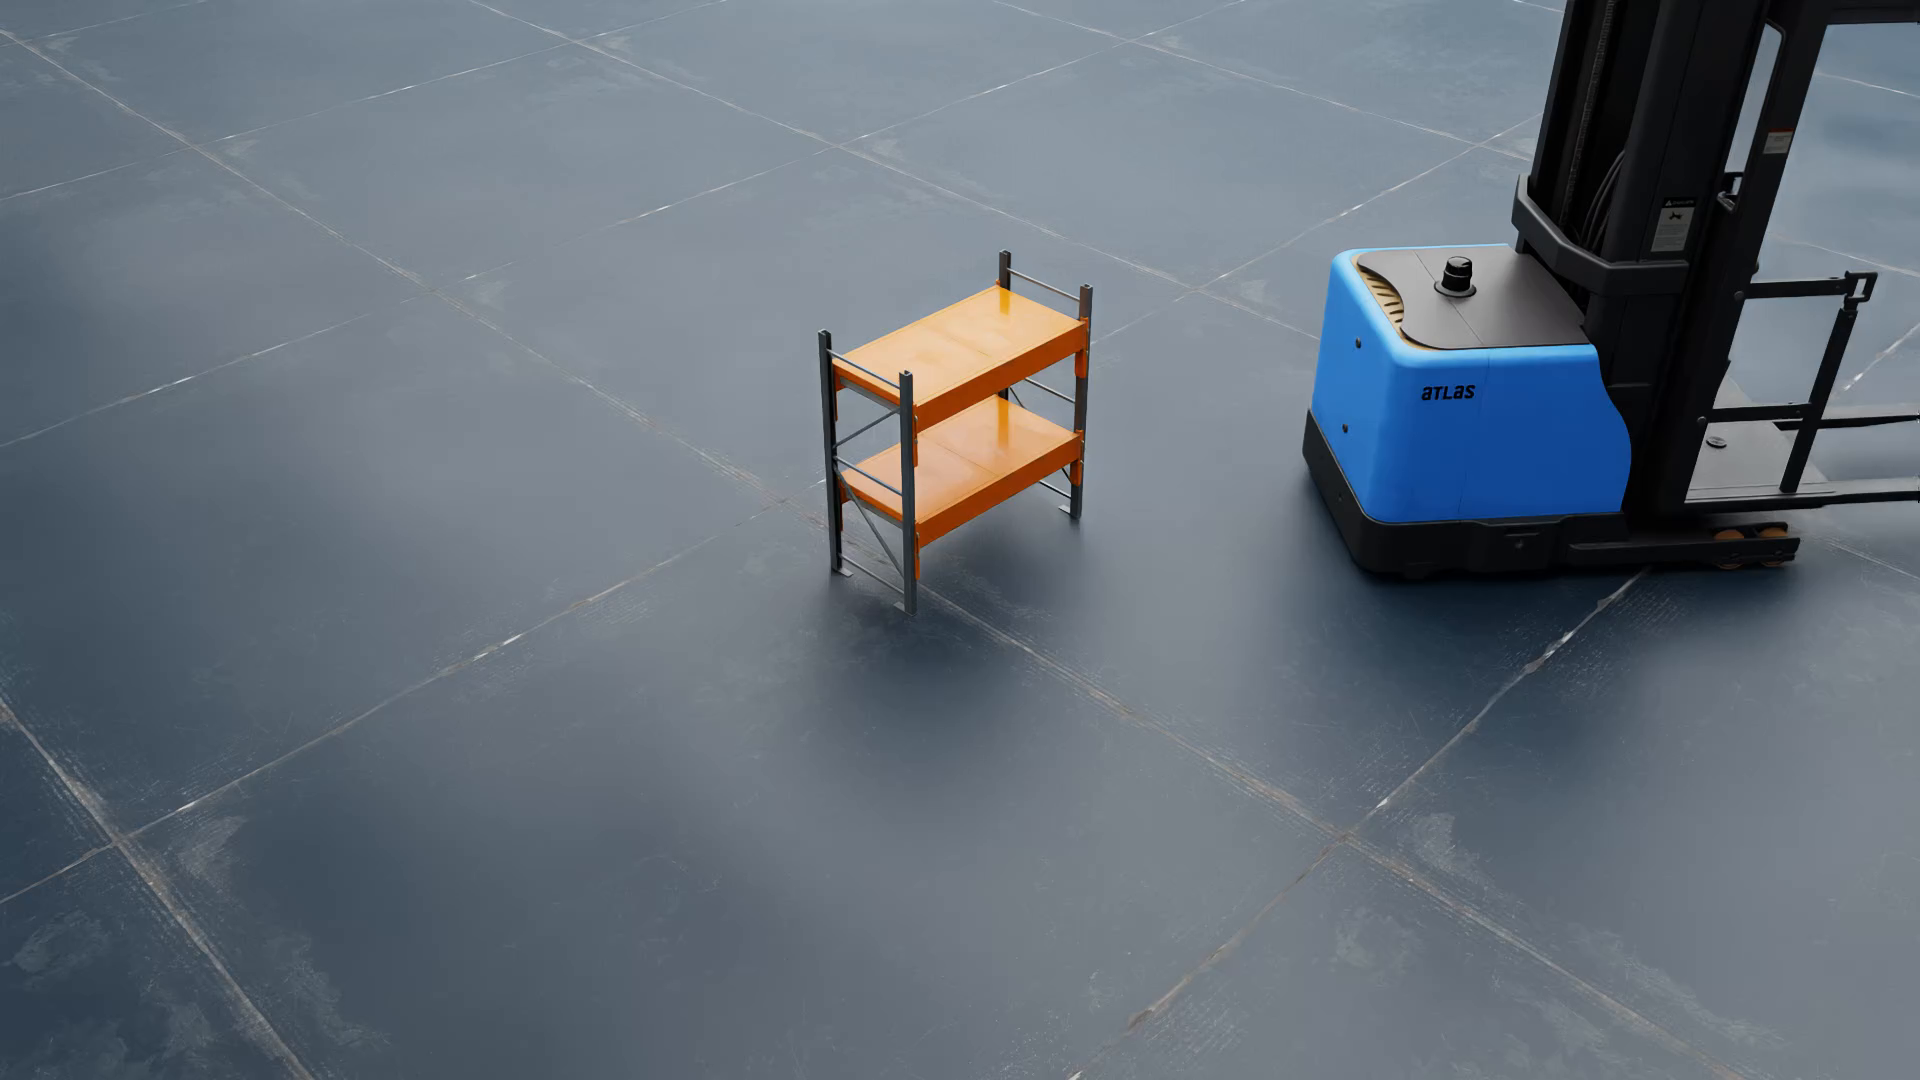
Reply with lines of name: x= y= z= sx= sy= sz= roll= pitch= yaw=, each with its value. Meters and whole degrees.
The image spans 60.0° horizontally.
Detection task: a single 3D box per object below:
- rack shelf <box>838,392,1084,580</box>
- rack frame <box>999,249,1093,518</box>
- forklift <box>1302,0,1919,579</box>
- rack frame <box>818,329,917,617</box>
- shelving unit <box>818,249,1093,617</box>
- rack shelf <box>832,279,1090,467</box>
rack shelf: x=-0.005 y=-0.258 z=7.064 sx=0.538 sy=0.278 sz=1.000 roll=30 pitch=45 yaw=35
rack frame: x=0.353 y=-0.665 z=7.220 sx=0.500 sy=1.125 sz=0.032 roll=30 pitch=45 yaw=35
forklift: x=3.132 y=-1.378 z=6.664 sx=3.031 sy=2.935 sz=1.130 roll=-3 pitch=35 yaw=-4
rack frame: x=-0.363 y=-0.252 z=6.628 sx=0.500 sy=1.125 sz=0.032 roll=30 pitch=45 yaw=35
shelving unit: x=-0.005 y=-0.459 z=6.924 sx=0.538 sy=1.125 sz=1.048 roll=30 pitch=45 yaw=35
rack shelf: x=-0.005 y=-0.699 z=6.757 sx=0.538 sy=0.278 sz=1.000 roll=30 pitch=45 yaw=35
